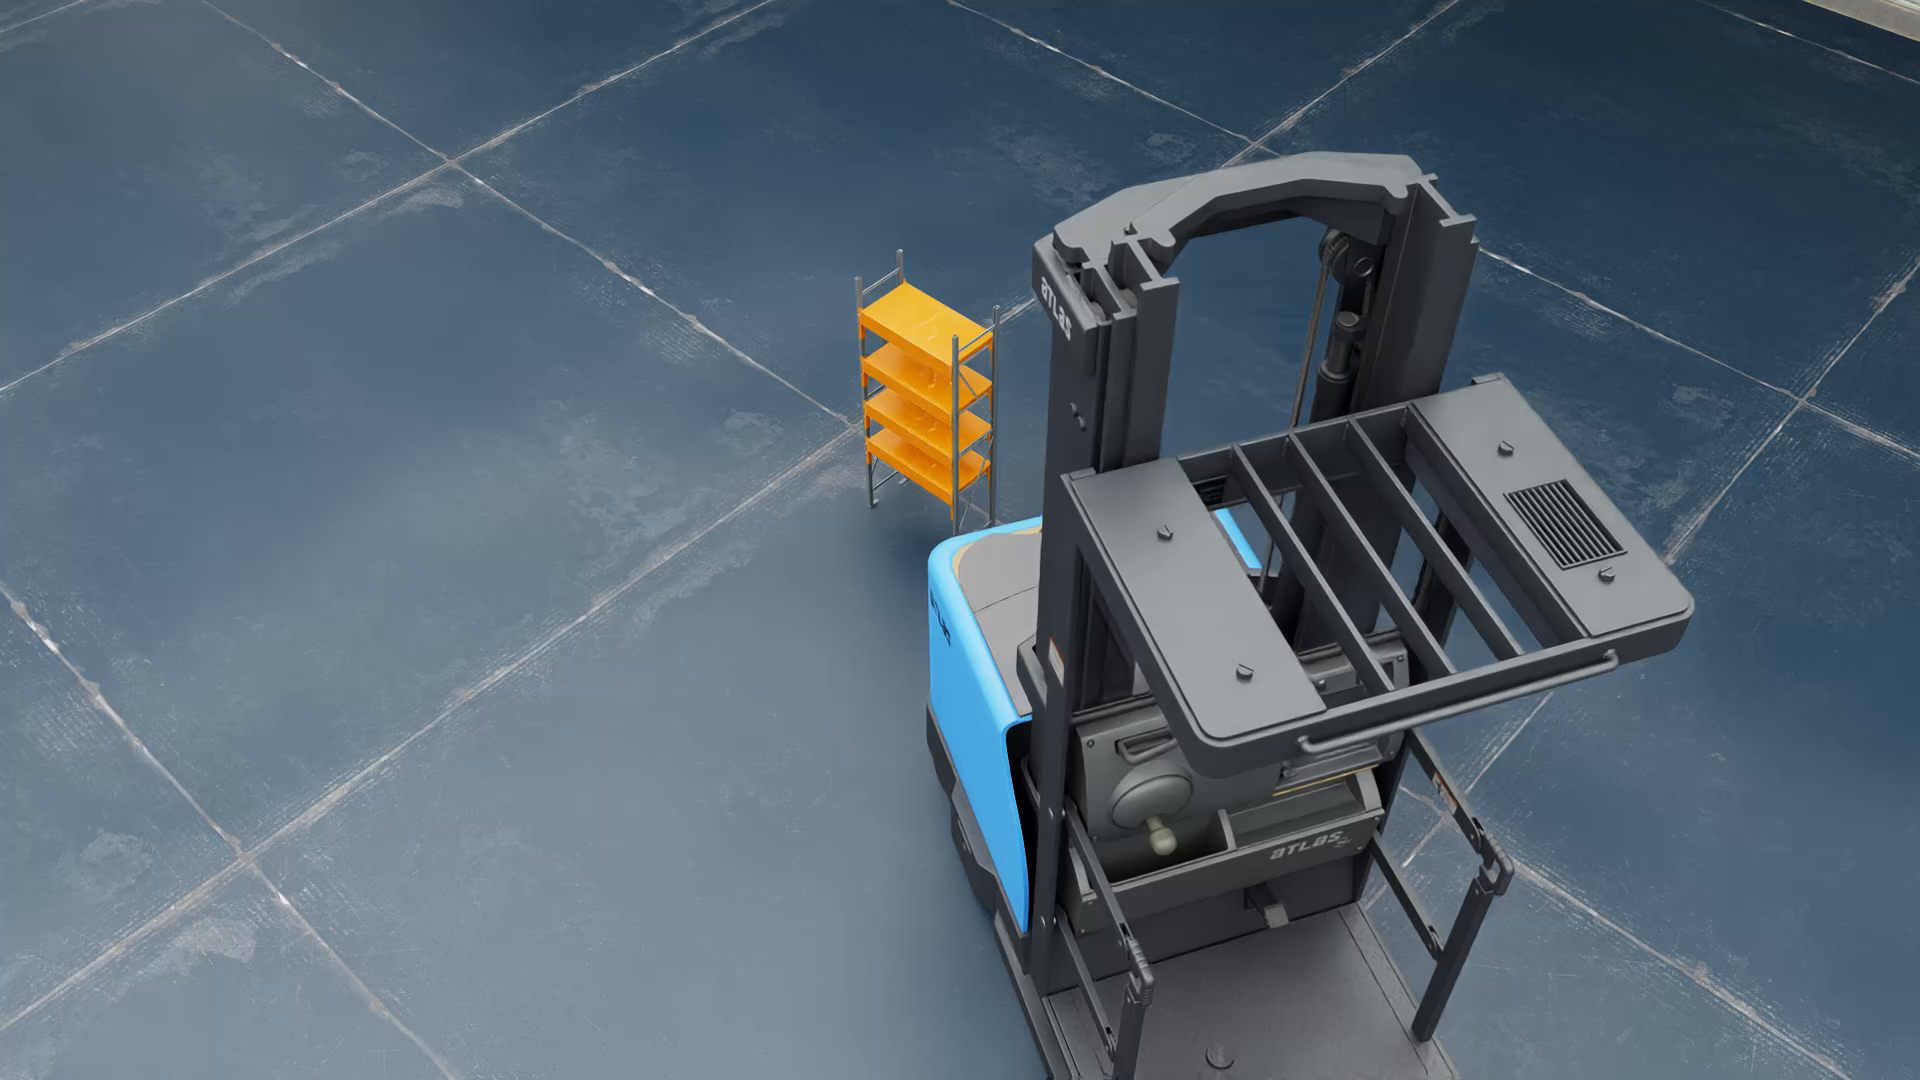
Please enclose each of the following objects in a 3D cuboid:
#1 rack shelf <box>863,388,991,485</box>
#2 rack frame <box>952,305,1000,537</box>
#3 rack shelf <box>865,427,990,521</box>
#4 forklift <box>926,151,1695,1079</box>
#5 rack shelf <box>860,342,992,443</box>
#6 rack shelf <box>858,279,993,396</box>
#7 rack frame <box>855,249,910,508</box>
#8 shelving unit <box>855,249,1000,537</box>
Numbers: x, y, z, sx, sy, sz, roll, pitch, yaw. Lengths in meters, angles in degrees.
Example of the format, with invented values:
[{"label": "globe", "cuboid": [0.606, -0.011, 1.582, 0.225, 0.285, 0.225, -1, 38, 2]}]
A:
[{"label": "rack shelf", "cuboid": [-0.122, -0.446, 6.547, 0.480, 0.148, 0.258, 34, 55, 28]}, {"label": "rack frame", "cuboid": [0.058, -0.372, 6.385, 0.015, 1.200, 0.240, 34, 55, 28]}, {"label": "rack shelf", "cuboid": [-0.122, -0.311, 6.692, 0.480, 0.148, 0.258, 34, 55, 28]}, {"label": "forklift", "cuboid": [0.825, 0.651, 4.237, 1.130, 2.935, 3.031, -14, 48, -12]}, {"label": "rack shelf", "cuboid": [-0.122, -0.600, 6.384, 0.480, 0.148, 0.258, 34, 55, 28]}, {"label": "rack shelf", "cuboid": [-0.122, -0.762, 6.211, 0.480, 0.148, 0.258, 34, 55, 28]}, {"label": "rack frame", "cuboid": [-0.301, -0.613, 6.611, 0.015, 1.200, 0.240, 34, 55, 28]}, {"label": "shelving unit", "cuboid": [-0.122, -0.493, 6.498, 0.503, 1.200, 0.258, 34, 55, 28]}]
